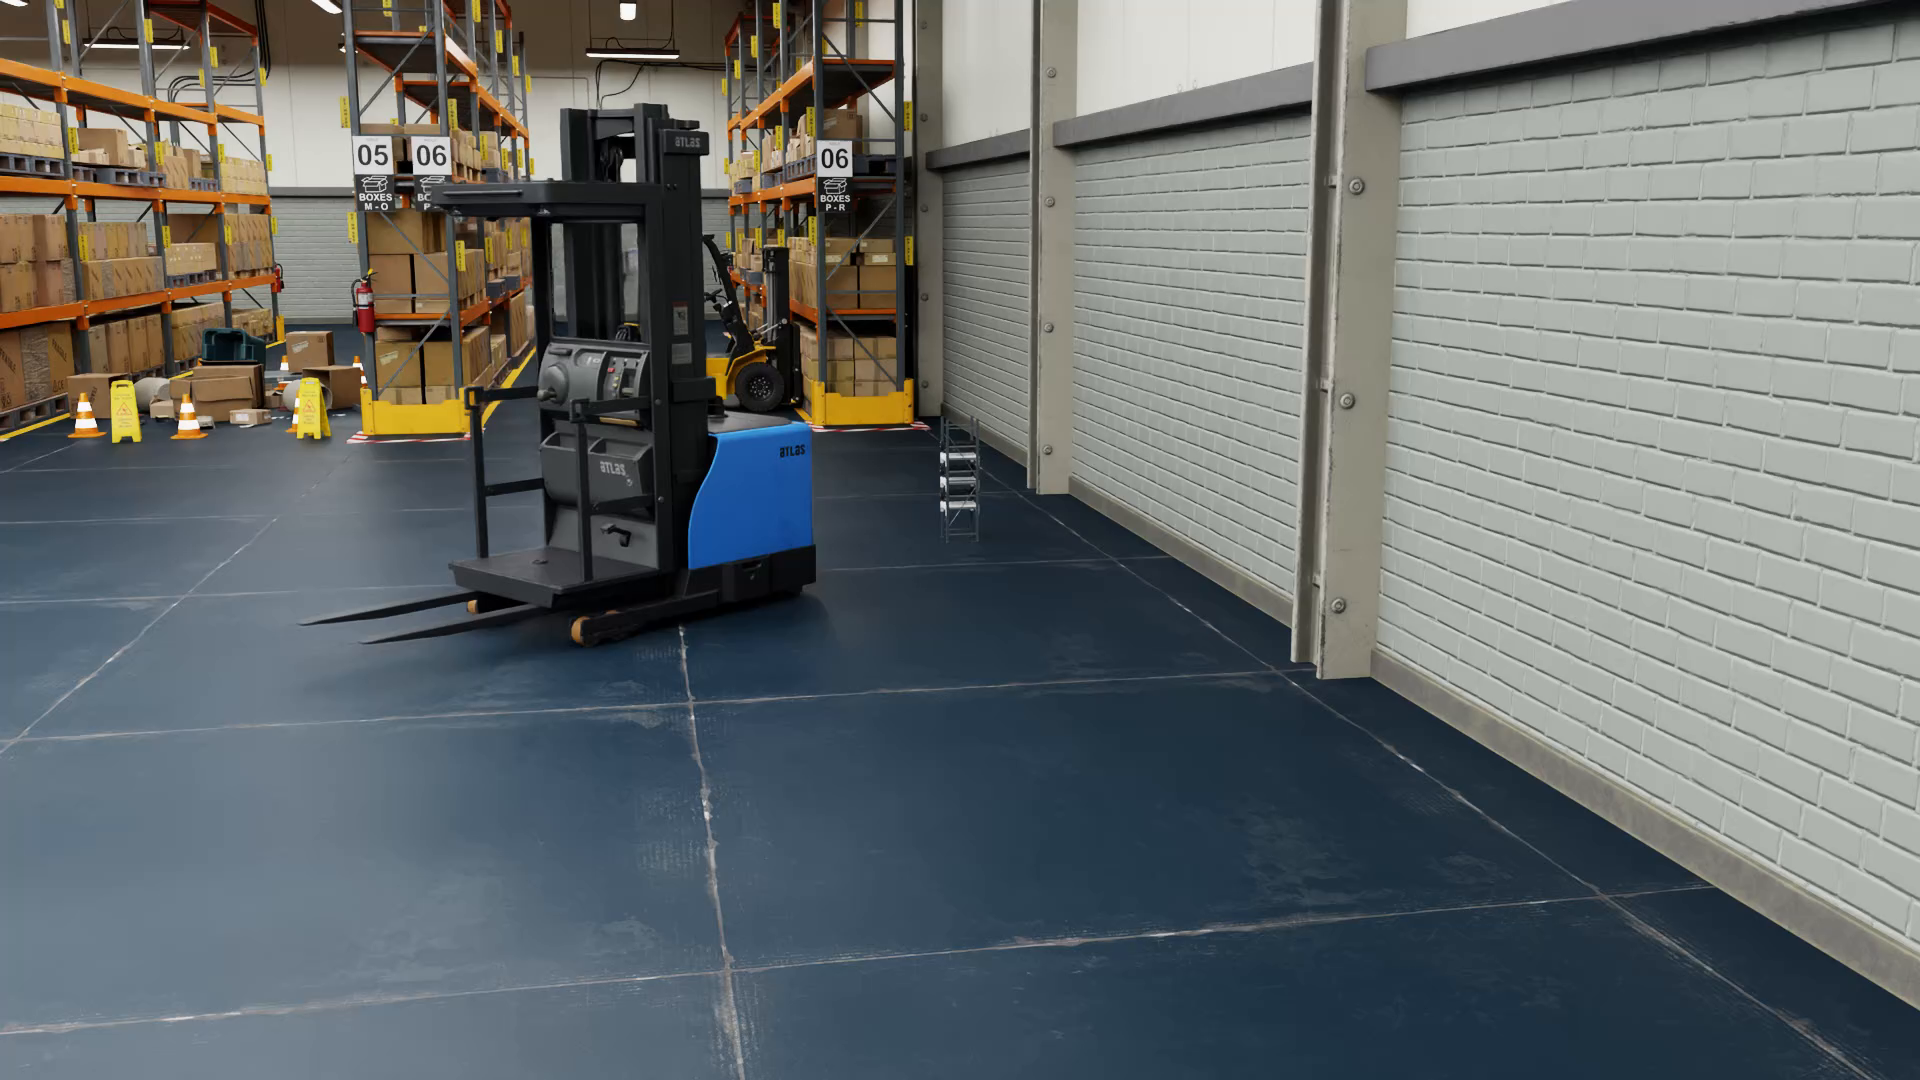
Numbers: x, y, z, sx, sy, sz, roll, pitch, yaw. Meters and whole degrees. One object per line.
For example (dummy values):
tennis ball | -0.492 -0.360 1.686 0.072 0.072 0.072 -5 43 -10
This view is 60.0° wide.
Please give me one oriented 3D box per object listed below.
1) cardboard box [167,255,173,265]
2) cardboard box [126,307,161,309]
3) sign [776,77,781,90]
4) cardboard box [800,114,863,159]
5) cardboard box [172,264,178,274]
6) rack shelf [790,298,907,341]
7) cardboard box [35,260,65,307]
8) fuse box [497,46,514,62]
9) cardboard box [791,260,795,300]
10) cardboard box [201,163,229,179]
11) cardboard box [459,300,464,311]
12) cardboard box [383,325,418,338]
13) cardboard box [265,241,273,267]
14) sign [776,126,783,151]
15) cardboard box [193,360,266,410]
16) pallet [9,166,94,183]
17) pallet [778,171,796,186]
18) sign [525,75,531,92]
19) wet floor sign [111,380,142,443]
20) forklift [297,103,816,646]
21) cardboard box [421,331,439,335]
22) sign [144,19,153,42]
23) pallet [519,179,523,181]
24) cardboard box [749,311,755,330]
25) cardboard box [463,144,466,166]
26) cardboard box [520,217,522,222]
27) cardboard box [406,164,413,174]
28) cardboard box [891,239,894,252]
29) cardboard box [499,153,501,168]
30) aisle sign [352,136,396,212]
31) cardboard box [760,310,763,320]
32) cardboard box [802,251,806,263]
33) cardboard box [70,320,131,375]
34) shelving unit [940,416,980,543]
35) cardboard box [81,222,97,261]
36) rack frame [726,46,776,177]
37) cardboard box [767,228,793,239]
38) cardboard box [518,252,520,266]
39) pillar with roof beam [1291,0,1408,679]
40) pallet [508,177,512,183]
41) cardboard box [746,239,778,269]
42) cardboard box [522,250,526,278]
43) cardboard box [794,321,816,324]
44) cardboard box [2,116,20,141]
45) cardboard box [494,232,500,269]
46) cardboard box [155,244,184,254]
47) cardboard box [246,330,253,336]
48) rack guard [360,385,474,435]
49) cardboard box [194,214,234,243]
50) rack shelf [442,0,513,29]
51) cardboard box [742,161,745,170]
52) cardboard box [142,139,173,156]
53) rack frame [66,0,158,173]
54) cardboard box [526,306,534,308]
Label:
cardboard box | -12.348 -4.308 25.562 0.380 0.149 0.250 -2 11 -8
cardboard box | -12.978 -3.582 26.551 0.500 0.250 0.500 -2 11 -10
sign | -3.699 -9.281 33.968 0.100 0.325 0.005 -2 11 -11
cardboard box | -1.562 -4.888 20.175 0.700 0.500 0.500 -2 11 -11
cardboard box | -12.390 -4.205 25.813 0.380 0.149 0.250 -2 11 -8
rack shelf | -1.525 -2.859 21.121 1.077 0.370 4.000 -2 11 -11
cardboard box | -11.405 -3.106 20.093 0.875 0.550 0.550 -2 11 -11
fuse box | -10.478 -11.137 38.087 0.513 0.334 0.176 -2 11 -11
cardboard box | -1.966 -3.443 21.996 0.500 0.500 0.500 -2 11 -10
cardboard box | -13.032 -6.410 28.891 0.500 0.250 0.500 -2 11 -9
cardboard box | -5.902 -2.709 19.077 0.380 0.149 0.250 -2 11 -13
cardboard box | -6.599 -2.456 19.568 0.380 0.149 0.250 -2 11 -10
cardboard box | -13.612 -5.523 32.128 0.500 0.500 0.500 -2 11 -10
sign | -2.444 -5.440 22.510 0.100 0.325 0.005 -2 11 -11
cardboard box | -9.019 -1.906 20.504 0.797 0.637 0.503 -2 11 -11
pallet | -11.845 -4.746 21.598 0.805 0.209 1.217 -3 11 -13
pallet | -2.098 -5.121 23.566 0.805 0.209 1.217 -3 11 -13
sign | -8.581 -9.061 33.027 0.100 0.325 0.005 -2 11 -11
wet floor sign | -8.892 -1.376 17.702 0.267 0.644 0.232 -4 12 -21
forklift | -2.244 -0.961 9.406 1.130 2.935 3.031 9 14 40
cardboard box | -6.717 -2.311 20.543 0.500 0.500 0.500 -2 11 -8
sign | -11.852 -7.438 24.287 0.100 0.325 0.005 -2 11 -11
pallet | -8.487 -6.446 30.256 1.003 0.211 1.213 -2 11 -11
cardboard box | -3.596 -3.928 30.376 0.500 0.500 0.500 -2 11 -9
cardboard box | -6.054 -4.499 19.397 0.500 0.250 0.500 -2 11 -9
cardboard box | -8.290 -5.932 30.662 0.380 0.149 0.250 -2 11 -11
cardboard box | -6.431 -4.214 18.961 0.380 0.149 0.250 -2 11 -11
cardboard box | -0.982 -3.480 19.662 0.380 0.149 0.250 -2 11 -9
cardboard box | -6.722 -5.311 23.333 0.500 0.250 0.500 -2 11 -12
aisle sign | -6.276 -3.920 17.817 0.394 0.787 0.004 -2 11 -11
cardboard box | -3.120 -3.741 27.654 0.380 0.149 0.250 -3 11 -14
cardboard box | -1.752 -3.502 20.569 0.380 0.149 0.250 -2 11 -11
cardboard box | -12.011 -2.589 22.669 1.050 0.750 0.750 -2 11 -11
shelving unit | -0.002 -0.444 12.120 0.258 0.900 0.210 -2 11 -11
cardboard box | -11.822 -3.925 21.856 0.700 0.500 0.500 -2 11 -12
rack frame | -4.248 -8.728 33.984 1.000 3.000 0.127 -2 11 -11
cardboard box | -3.498 -5.771 32.092 0.500 0.500 0.500 -2 11 -13
cardboard box | -7.909 -4.874 28.847 0.500 0.250 0.500 -2 11 -10
pillar with roof beam | -2.276 -3.596 7.023 9.100 9.000 0.400 -2 11 -11
pallet | -7.737 -5.629 26.231 1.213 0.211 1.003 -2 11 -8
cardboard box | -3.342 -4.967 28.877 0.700 0.500 0.500 -2 11 -11
cardboard box | -8.172 -5.010 30.231 0.500 0.500 0.500 -2 11 -9
cardboard box | -2.128 -2.826 22.580 0.500 0.250 0.500 -2 11 -12
cardboard box | -10.977 -4.643 18.762 0.500 0.250 0.500 -2 11 -11
cardboard box | -6.773 -4.079 23.421 0.500 0.500 0.500 -2 11 -11
cardboard box | -12.499 -4.593 26.263 0.380 0.149 0.250 -2 11 -8
cardboard box | -13.222 -3.788 30.577 0.380 0.149 0.250 -2 11 -13
rack guard | -6.019 -1.451 18.482 1.175 0.500 0.348 -2 11 -11
cardboard box | -13.023 -5.445 29.046 0.500 0.500 0.500 -2 11 -10
rack shelf | -7.949 -8.725 27.007 1.077 0.370 4.000 -2 11 -11
cardboard box | -3.636 -6.587 29.246 0.380 0.149 0.250 -2 11 -12
cardboard box | -12.393 -6.056 25.657 0.396 0.266 0.258 -2 11 -11
rack frame | -12.396 -6.881 24.280 1.000 3.000 0.127 -2 11 -11
cardboard box | -8.889 -4.430 33.176 0.875 0.438 0.875 -3 11 -13
